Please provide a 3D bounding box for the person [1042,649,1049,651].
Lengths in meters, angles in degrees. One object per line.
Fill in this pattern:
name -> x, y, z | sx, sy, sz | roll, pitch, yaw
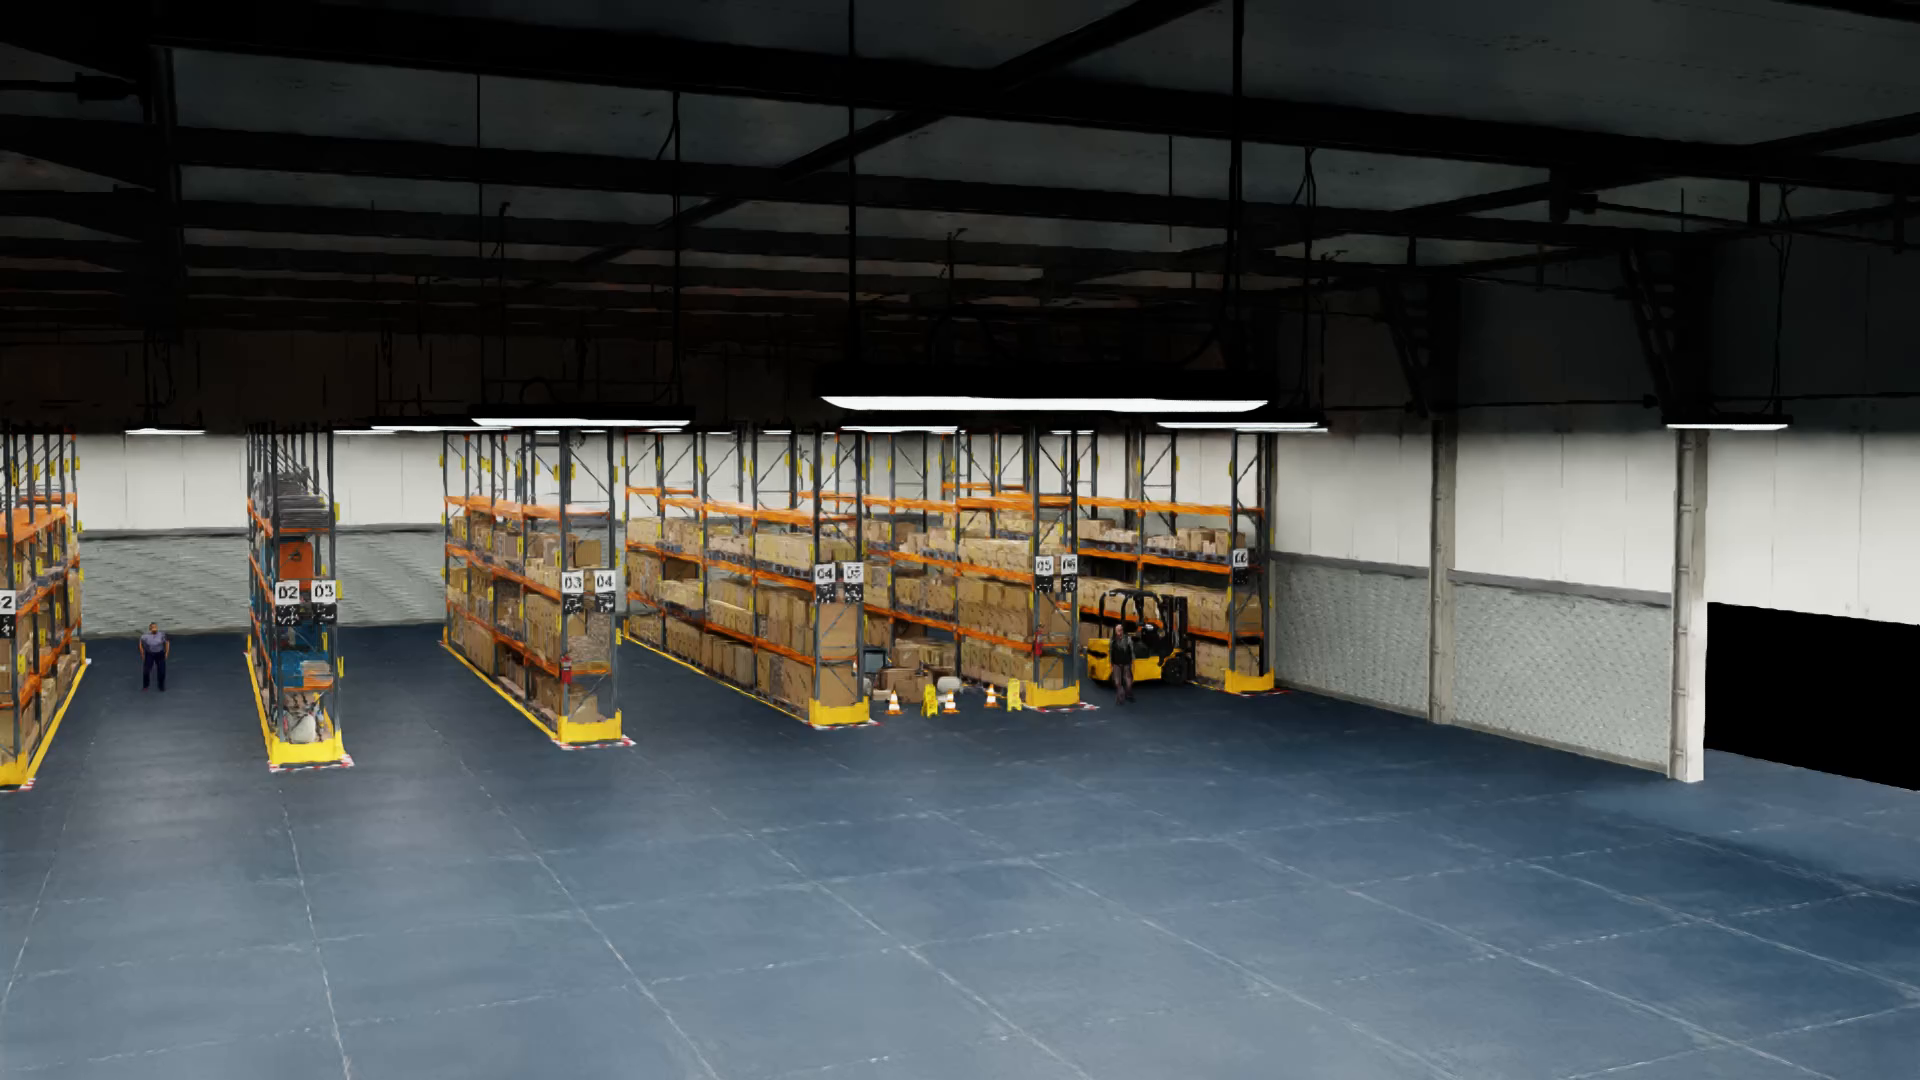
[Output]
person -> 1.972, 2.458, 39.286 | 0.449, 1.599, 0.467 | 0, 4, 7

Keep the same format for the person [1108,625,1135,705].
person -> 3.465, 2.650, 35.560 | 0.578, 1.704, 0.538 | 1, 4, 10

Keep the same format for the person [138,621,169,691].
person -> -18.061, 2.604, 37.271 | 0.625, 1.596, 0.510 | -2, 4, -27
